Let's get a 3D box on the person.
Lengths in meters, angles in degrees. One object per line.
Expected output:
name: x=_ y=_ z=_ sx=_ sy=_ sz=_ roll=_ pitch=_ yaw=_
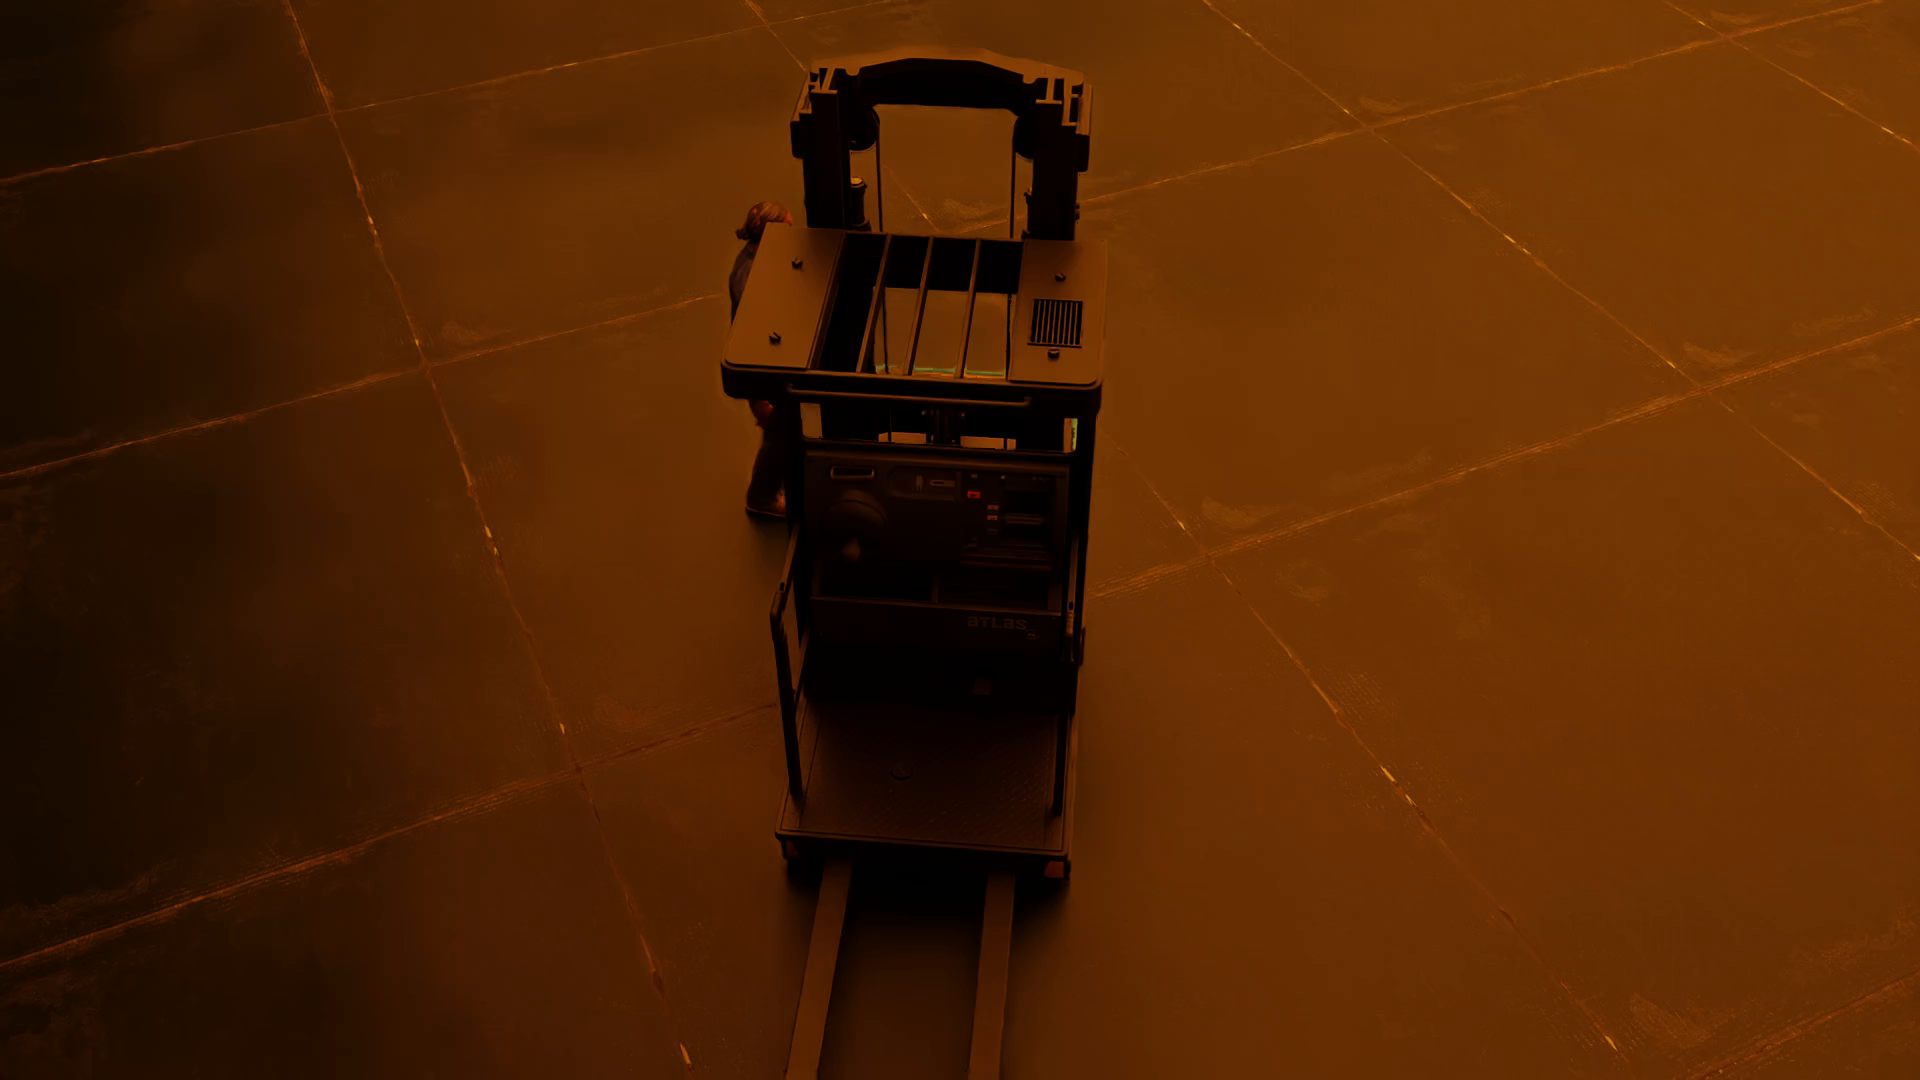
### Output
person: x=-0.859 y=-0.827 z=7.522 sx=0.322 sy=1.633 sz=0.700 roll=2 pitch=43 yaw=2

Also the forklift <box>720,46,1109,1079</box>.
forklift: x=-0.103 y=-0.014 z=5.695 sx=1.130 sy=2.935 sz=3.031 roll=4 pitch=43 yaw=4
